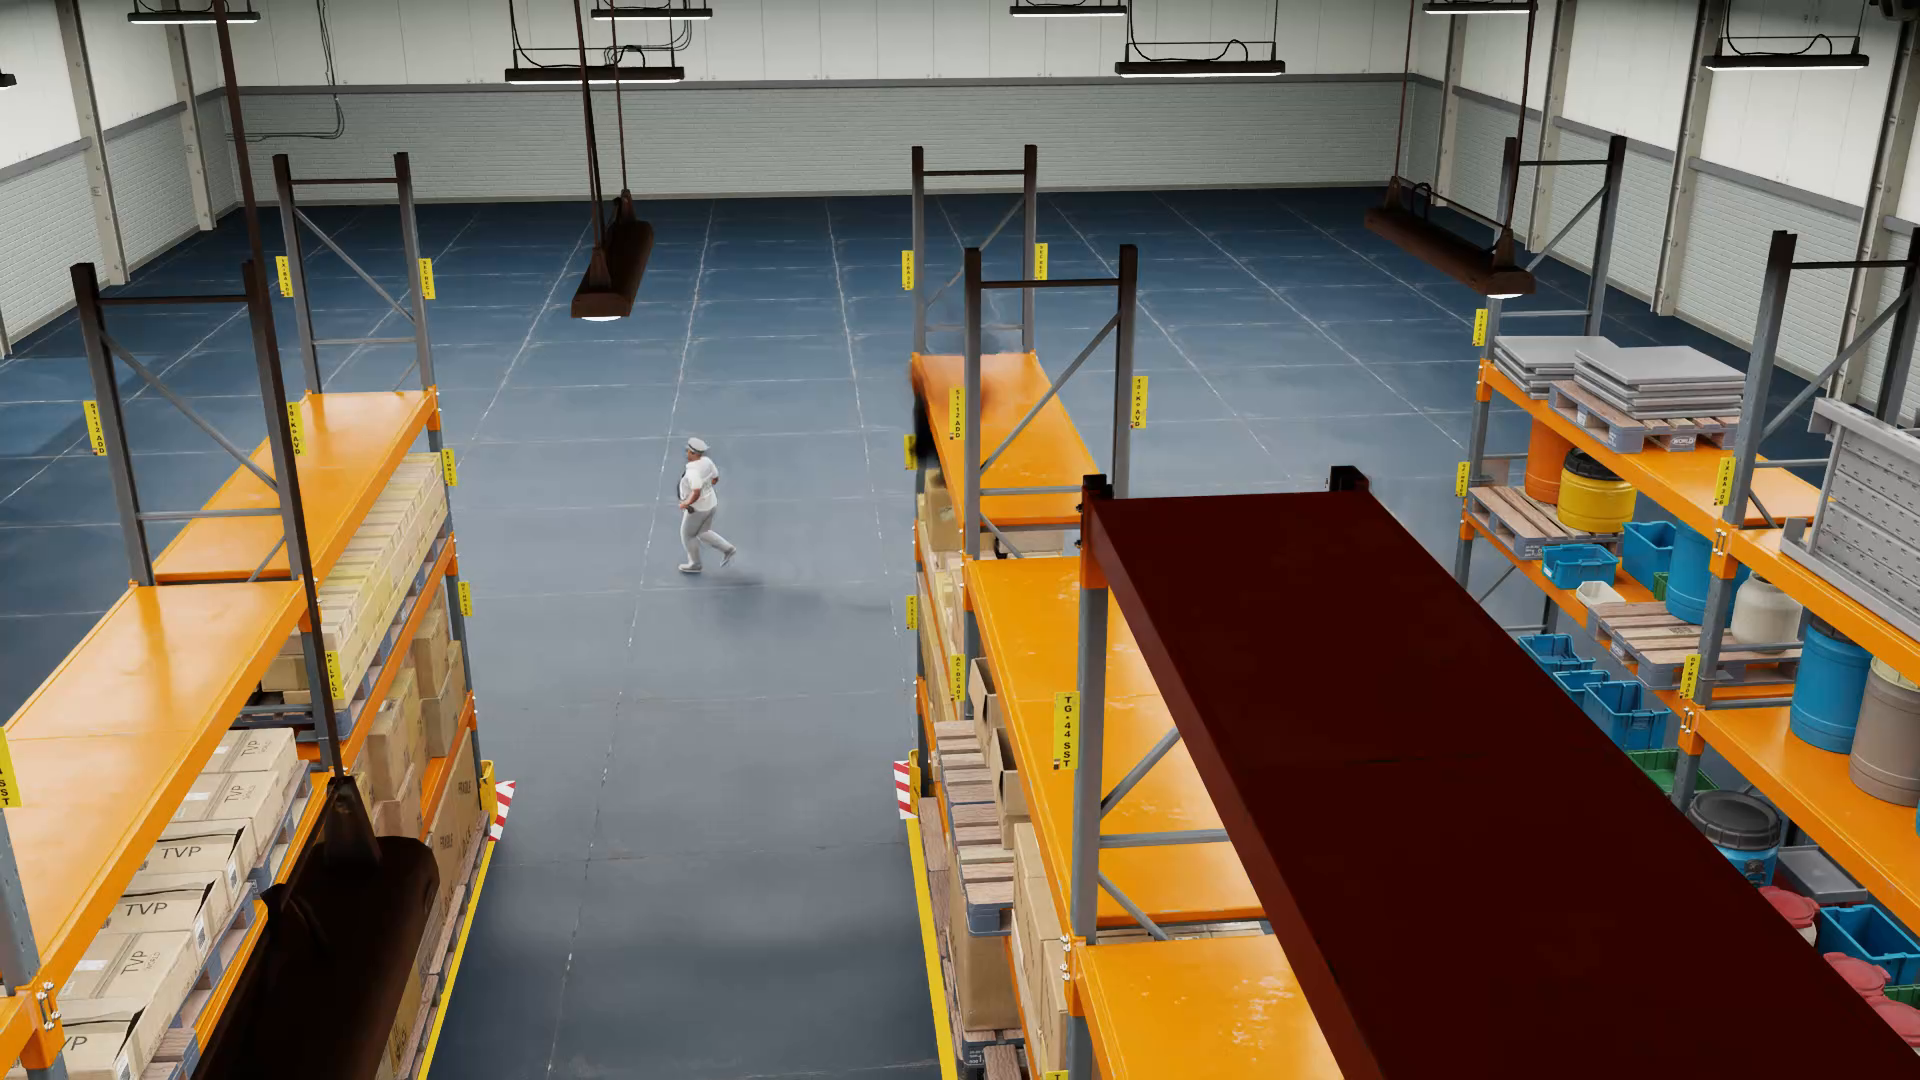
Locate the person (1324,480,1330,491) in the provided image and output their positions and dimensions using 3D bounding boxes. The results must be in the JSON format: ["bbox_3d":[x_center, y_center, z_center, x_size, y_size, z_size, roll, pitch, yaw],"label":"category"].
[{"bbox_3d":[4.315,0.037,19.335,0.763,1.637,0.578,6,22,14],"label":"person"}]

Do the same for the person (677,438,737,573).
[{"bbox_3d":[-3.139,-0.401,20.269,0.772,1.755,0.660,7,23,18],"label":"person"}]
